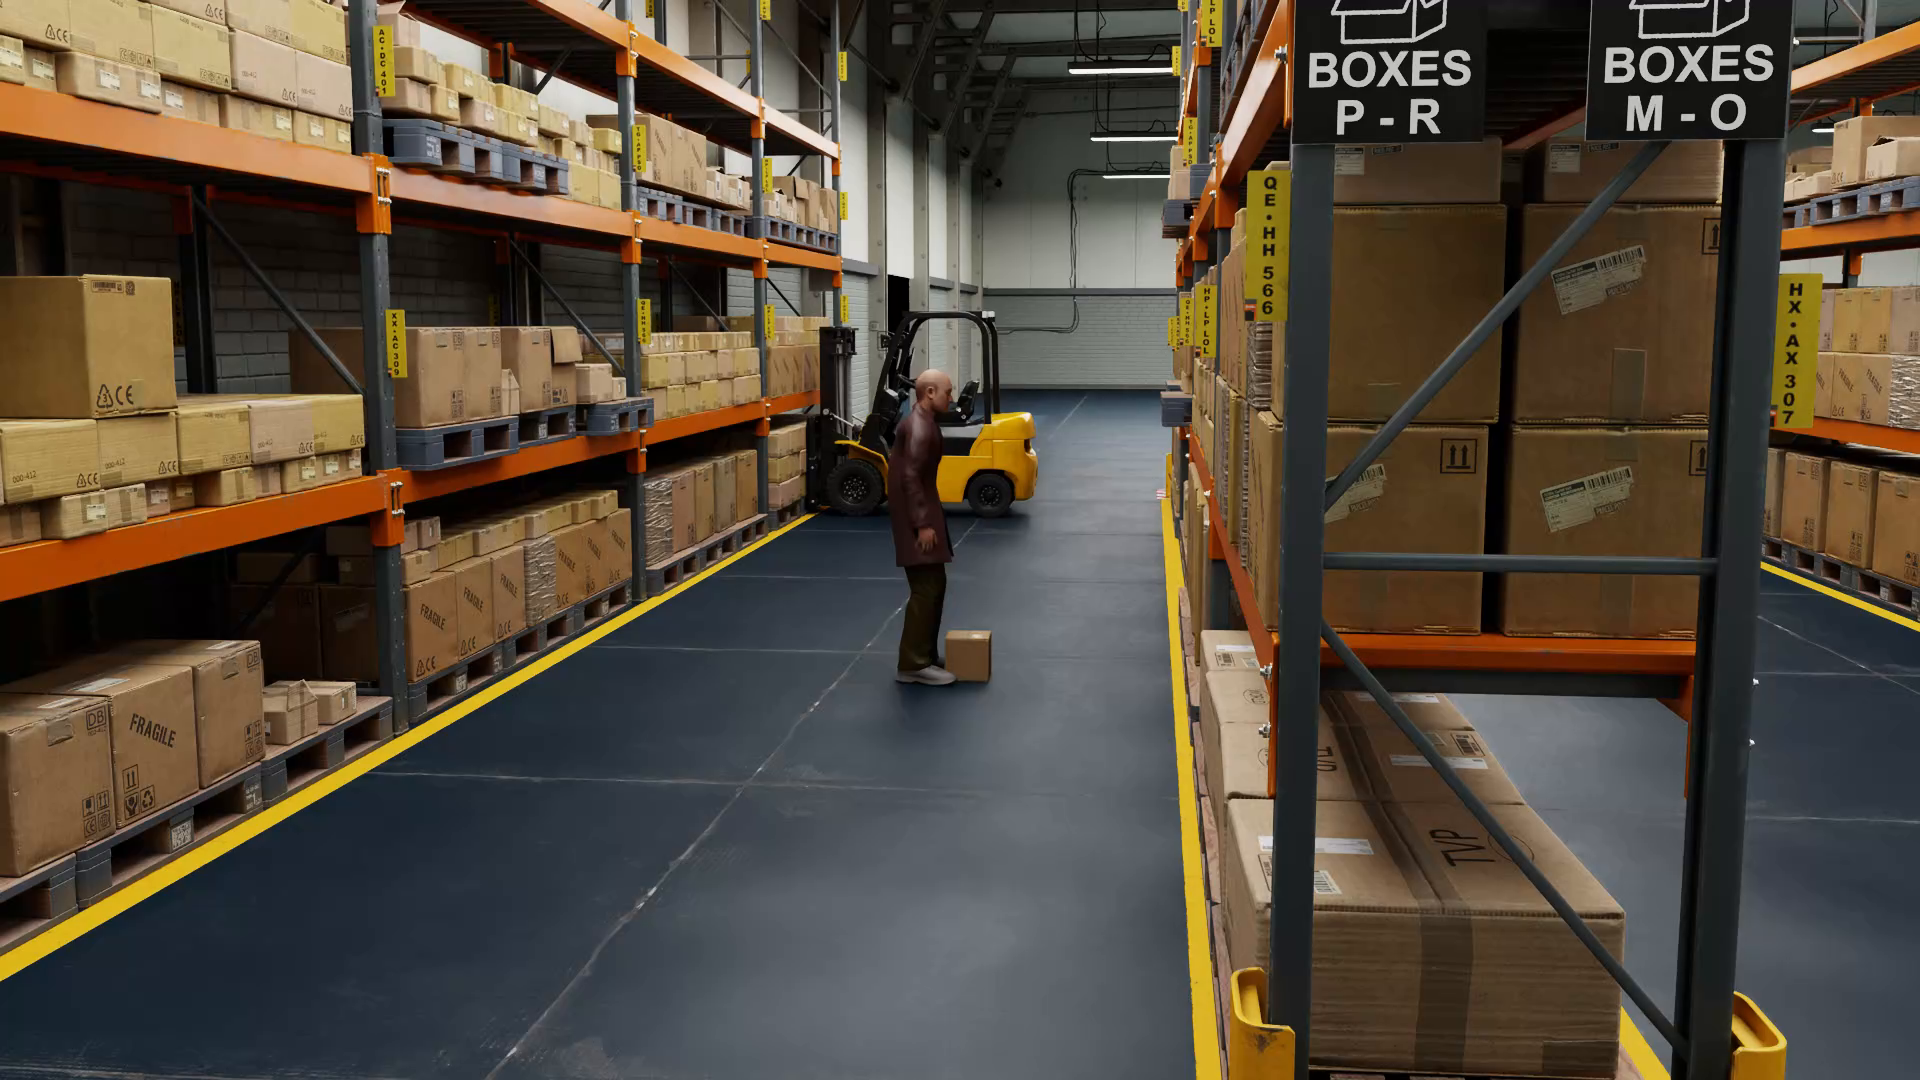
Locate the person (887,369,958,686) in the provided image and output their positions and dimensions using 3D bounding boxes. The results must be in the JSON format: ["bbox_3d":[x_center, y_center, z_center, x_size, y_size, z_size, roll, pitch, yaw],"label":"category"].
[{"bbox_3d":[-0.203,-0.089,9.535,0.429,1.772,0.643,0,7,3],"label":"person"}]
